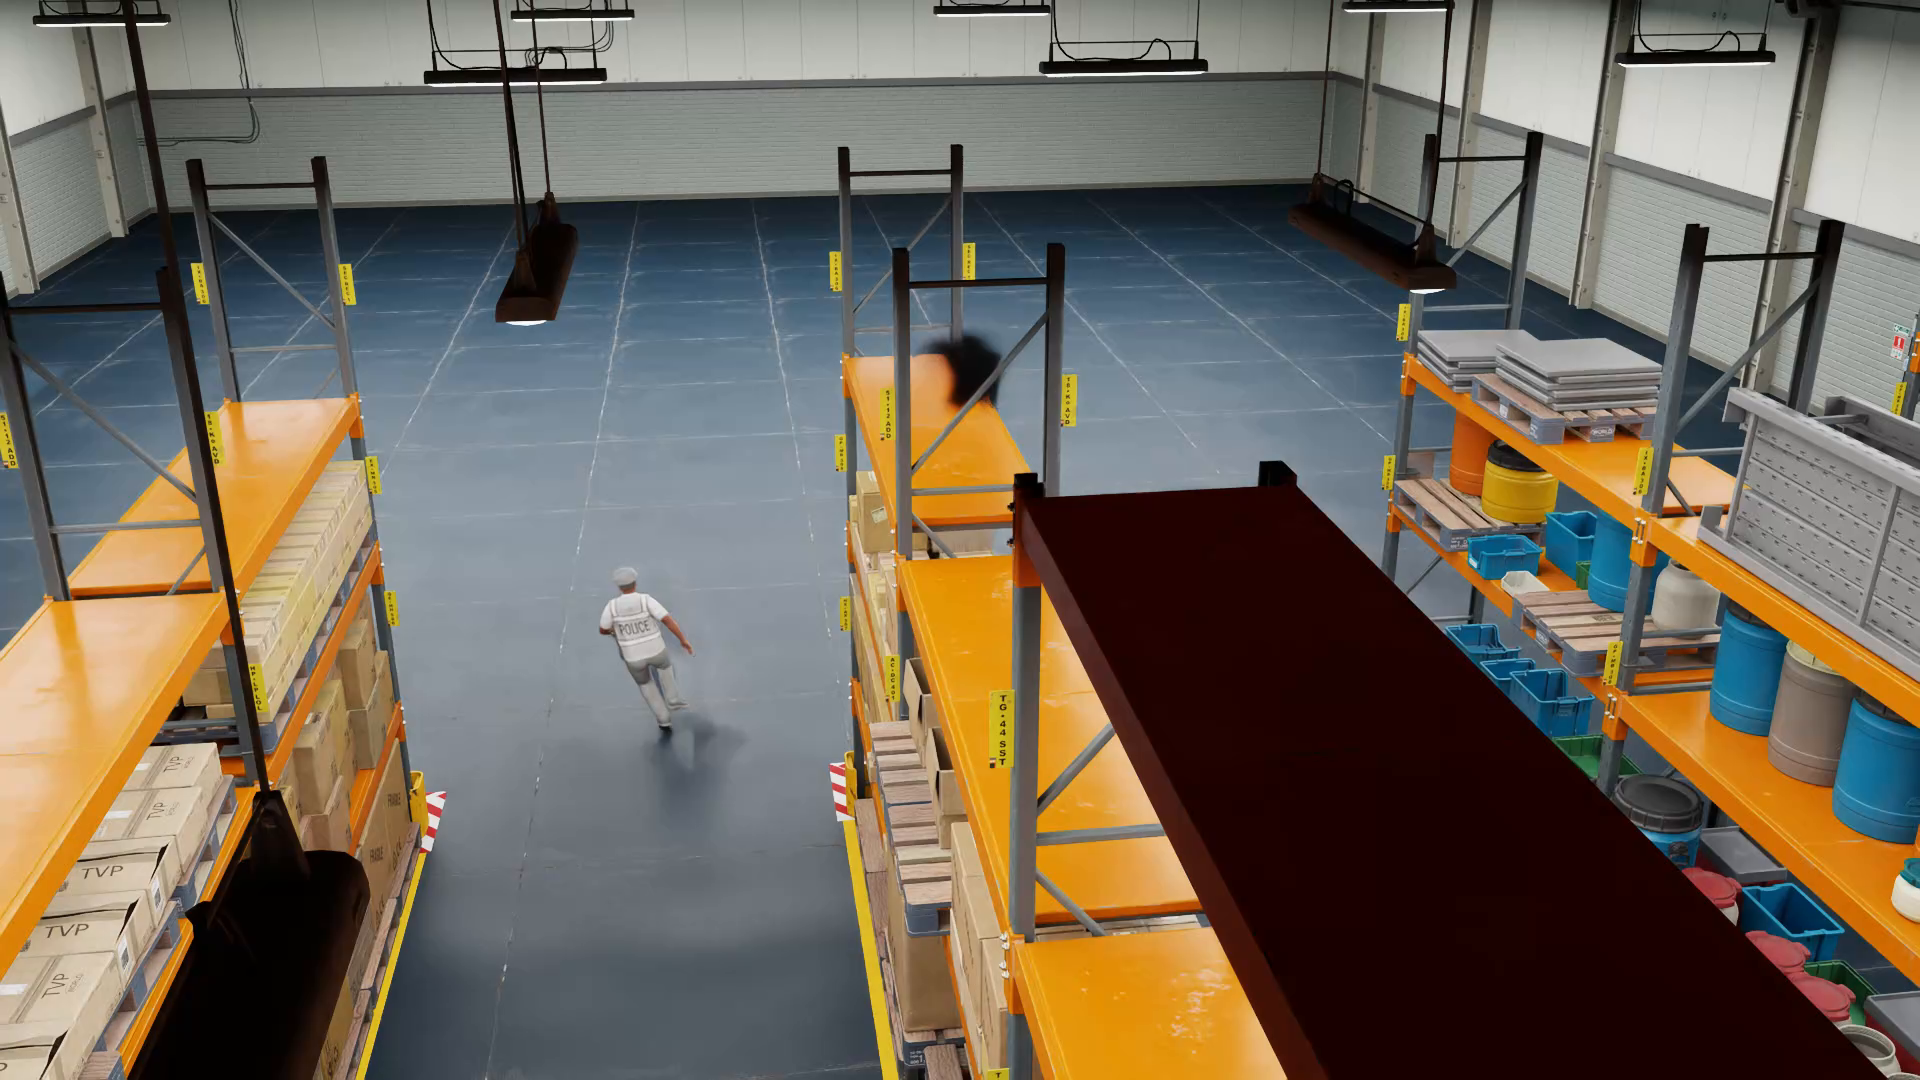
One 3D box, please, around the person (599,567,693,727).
[{"bbox_3d":[-3.185,1.065,16.754,0.850,1.701,0.678,-8,23,-20],"label":"person"}]
